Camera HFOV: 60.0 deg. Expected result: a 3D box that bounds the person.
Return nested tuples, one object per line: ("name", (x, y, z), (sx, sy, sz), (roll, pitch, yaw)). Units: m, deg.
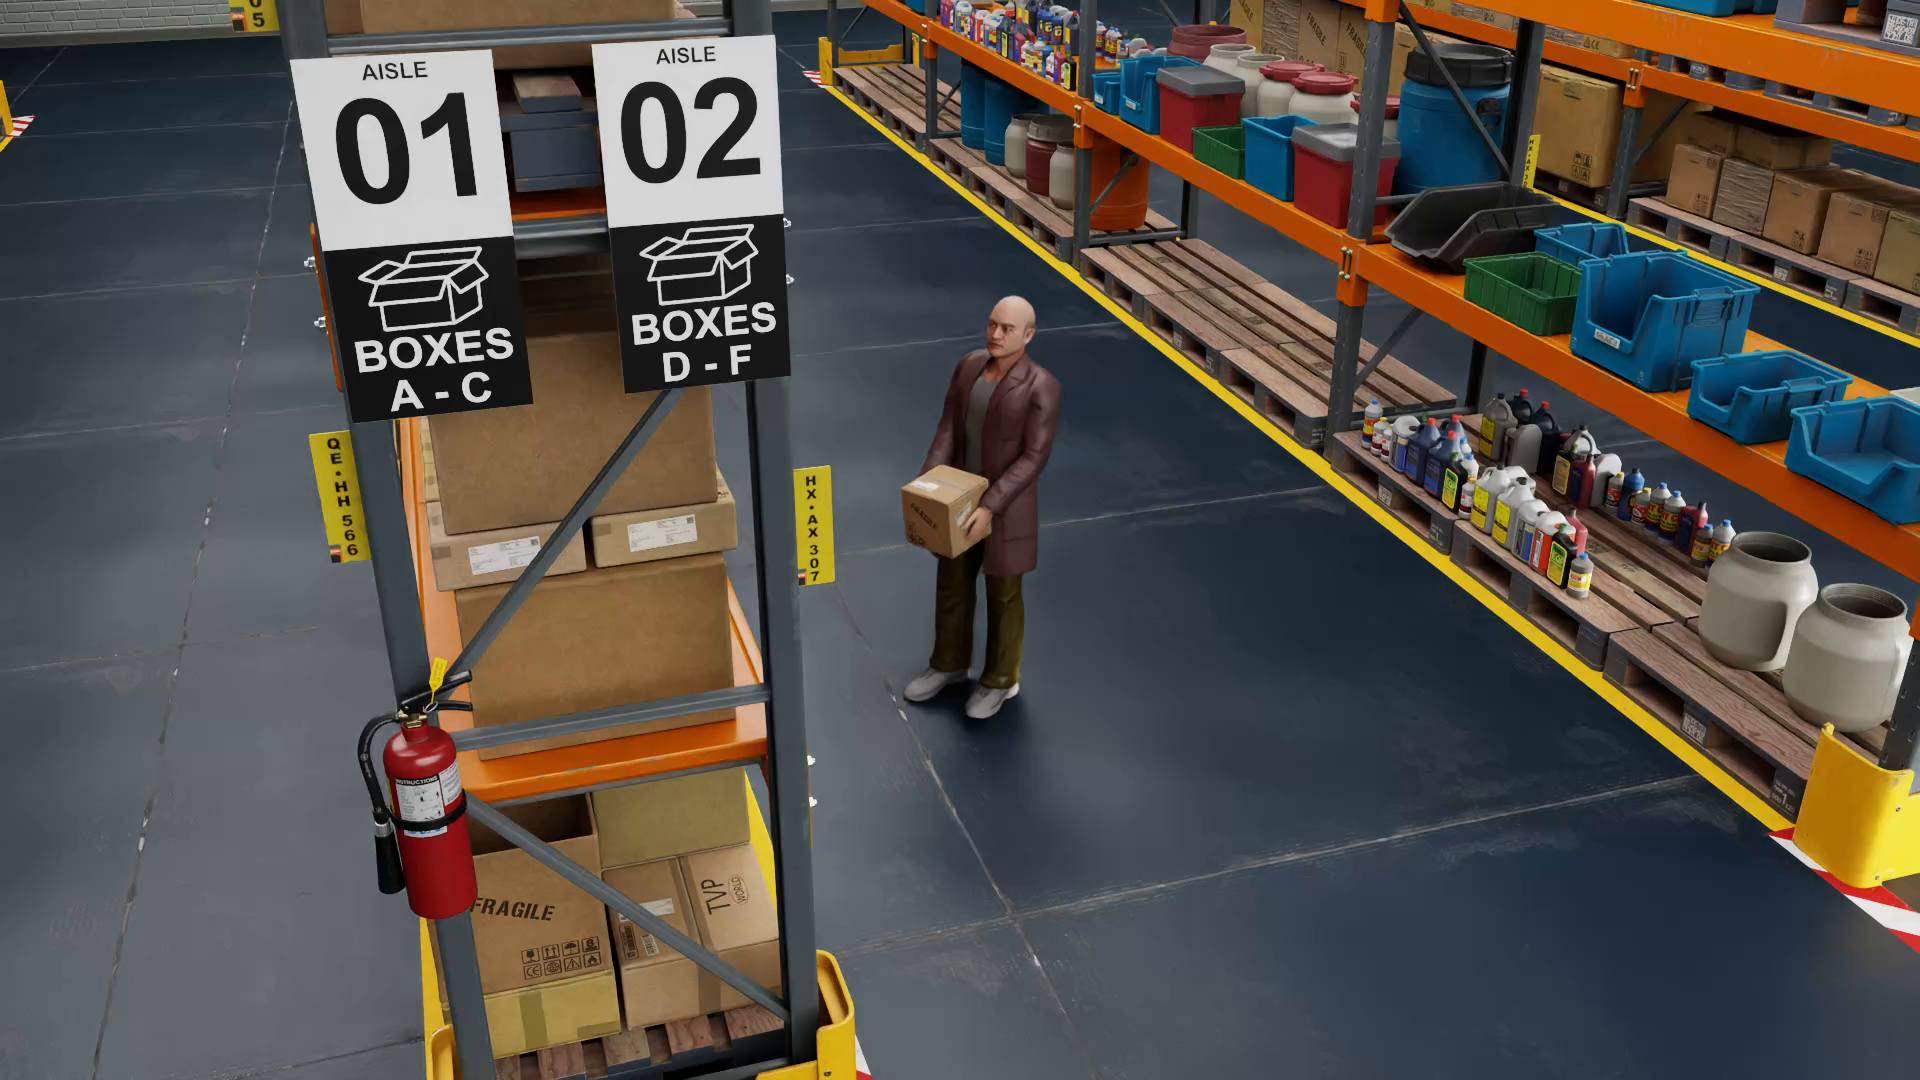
("person", (0.082, -0.109, 6.849), (0.552, 1.780, 0.539), (20, 32, 35))
